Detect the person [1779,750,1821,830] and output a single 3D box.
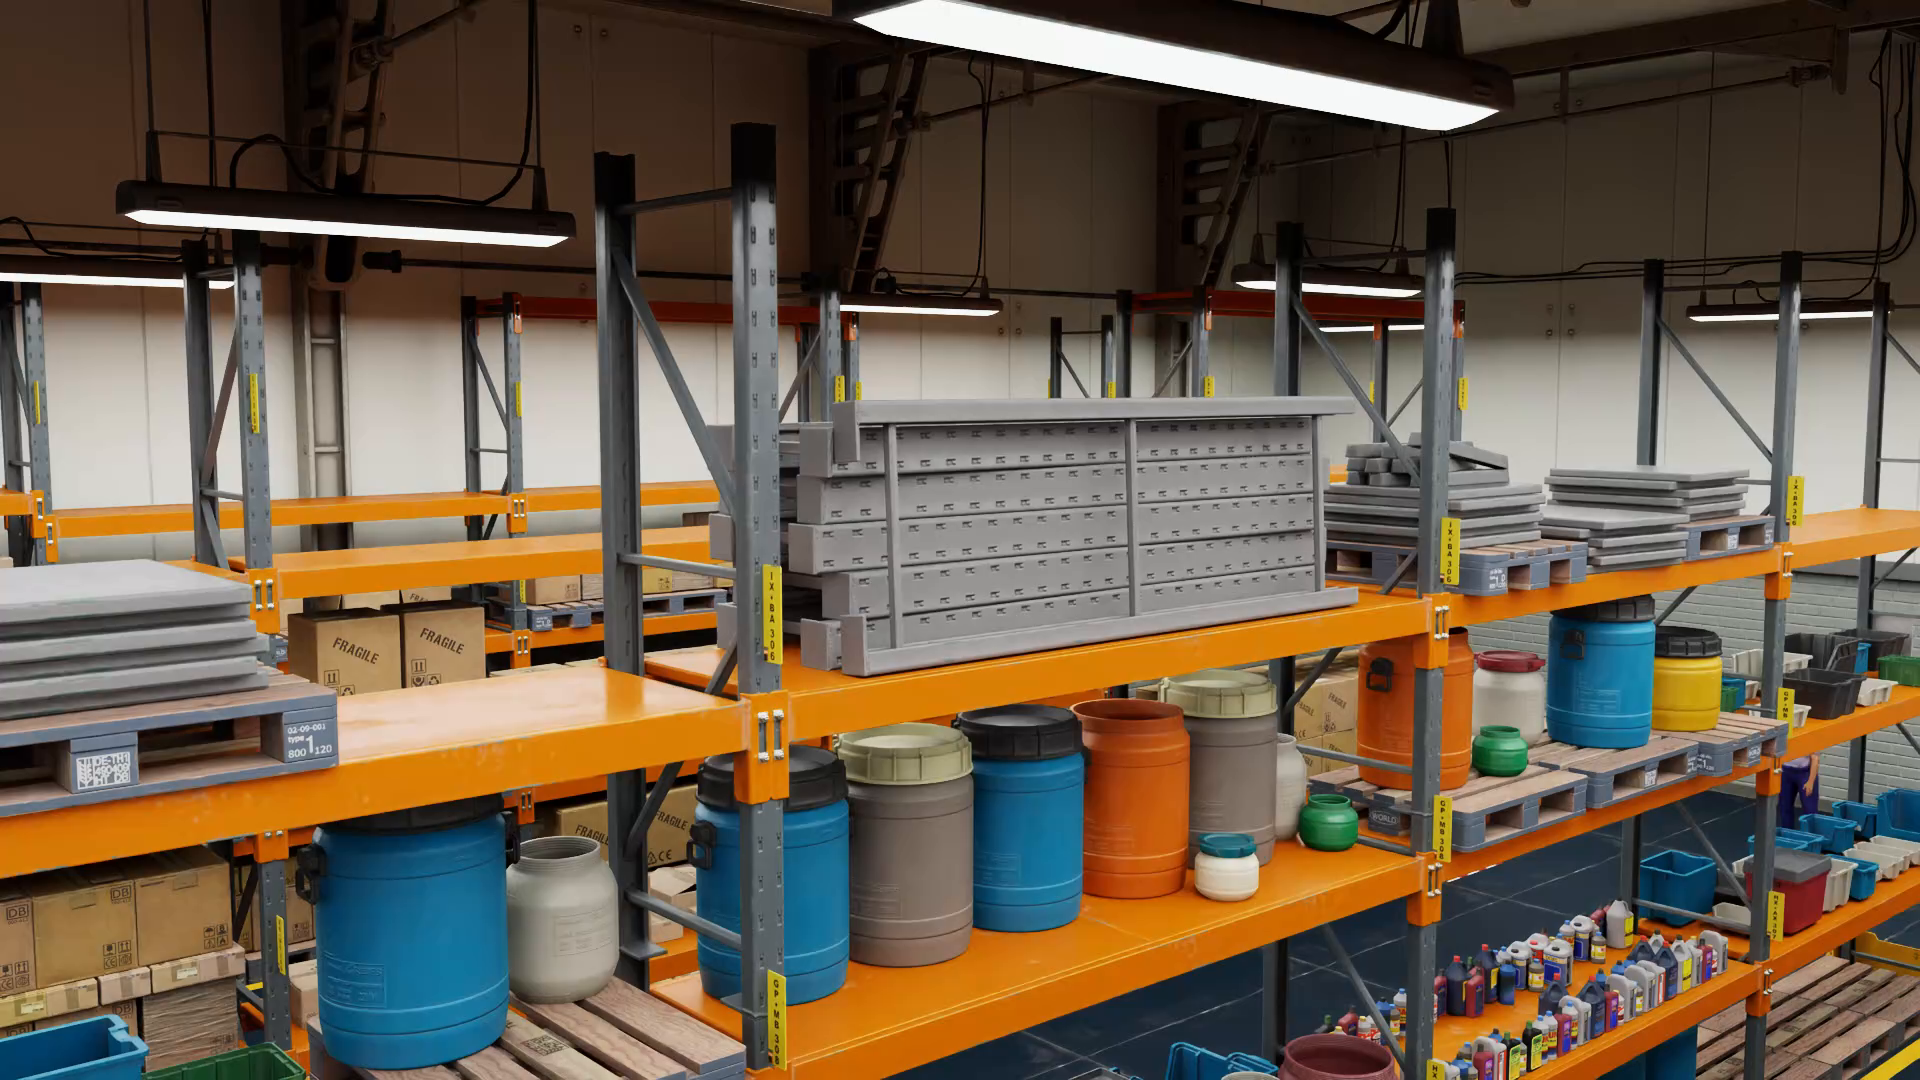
[{"bbox_3d":[9.193,2.632,18.196,0.386,1.641,0.516,-4,6,-33],"label":"person"}]
